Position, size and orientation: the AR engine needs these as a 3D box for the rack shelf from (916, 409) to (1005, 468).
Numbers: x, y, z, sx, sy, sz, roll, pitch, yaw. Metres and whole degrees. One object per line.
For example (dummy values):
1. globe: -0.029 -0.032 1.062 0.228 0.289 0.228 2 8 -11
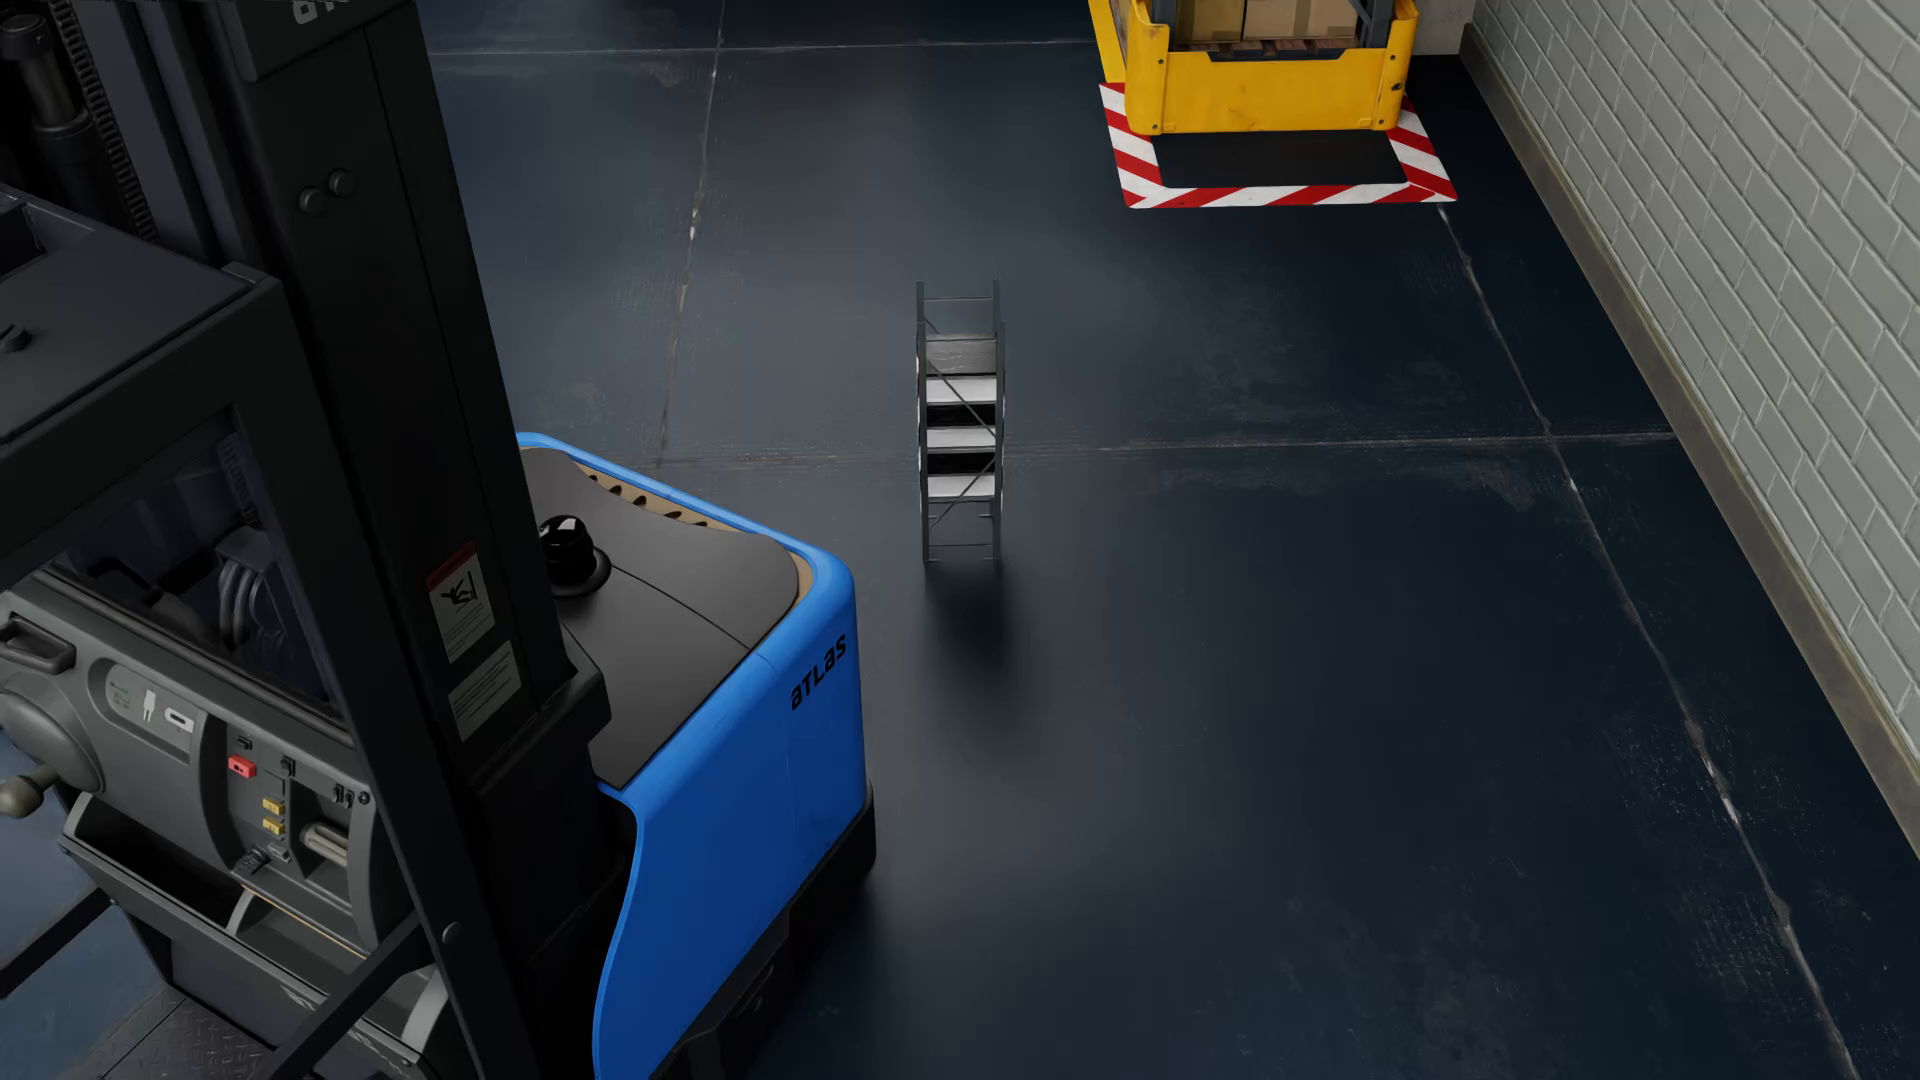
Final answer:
1. rack shelf: 0.000 -0.313 4.974 0.258 0.077 0.200 -2 43 -2

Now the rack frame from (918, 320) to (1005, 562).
1. rack frame: 0.004 -0.269 4.877 0.240 0.900 0.006 -2 43 -2

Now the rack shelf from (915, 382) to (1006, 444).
1. rack shelf: 0.000 -0.379 4.914 0.258 0.077 0.200 -2 43 -2

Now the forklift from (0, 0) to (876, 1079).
1. forklift: -1.394 0.454 2.586 1.130 2.935 3.031 22 47 22

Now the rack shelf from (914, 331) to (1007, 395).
1. rack shelf: 0.000 -0.512 4.792 0.258 0.077 0.200 -2 43 -2

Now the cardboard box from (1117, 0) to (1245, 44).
1. cardboard box: 0.977 -2.442 7.419 0.500 0.250 0.500 -1 43 -1

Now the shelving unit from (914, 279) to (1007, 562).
1. shelving unit: 0.000 -0.337 4.952 0.258 0.900 0.210 -2 43 -2

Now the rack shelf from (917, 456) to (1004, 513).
1. rack shelf: 0.000 -0.180 5.096 0.258 0.077 0.200 -2 43 -2

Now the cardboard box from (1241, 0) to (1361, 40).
1. cardboard box: 1.487 -2.471 7.450 0.500 0.250 0.500 -1 43 -2

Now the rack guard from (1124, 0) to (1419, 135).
1. rack guard: 1.314 -2.055 7.122 1.175 0.500 0.348 -2 43 -2

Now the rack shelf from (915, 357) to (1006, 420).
1. rack shelf: 0.000 -0.445 4.853 0.258 0.077 0.200 -2 43 -2

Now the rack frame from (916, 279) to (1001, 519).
1. rack frame: -0.005 -0.406 5.027 0.240 0.900 0.006 -2 43 -2

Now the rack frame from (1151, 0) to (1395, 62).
1. rack frame: 1.313 -2.993 6.295 1.000 3.000 0.127 -2 43 -2

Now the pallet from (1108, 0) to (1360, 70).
1. pallet: 1.239 -2.480 7.799 1.003 0.211 1.213 -2 43 -2

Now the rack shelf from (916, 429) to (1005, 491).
1. rack shelf: 0.000 -0.246 5.035 0.258 0.077 0.200 -2 43 -2

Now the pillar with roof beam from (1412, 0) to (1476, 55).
1. pillar with roof beam: -2.117 -5.577 4.674 9.100 9.000 0.400 -2 43 -2
